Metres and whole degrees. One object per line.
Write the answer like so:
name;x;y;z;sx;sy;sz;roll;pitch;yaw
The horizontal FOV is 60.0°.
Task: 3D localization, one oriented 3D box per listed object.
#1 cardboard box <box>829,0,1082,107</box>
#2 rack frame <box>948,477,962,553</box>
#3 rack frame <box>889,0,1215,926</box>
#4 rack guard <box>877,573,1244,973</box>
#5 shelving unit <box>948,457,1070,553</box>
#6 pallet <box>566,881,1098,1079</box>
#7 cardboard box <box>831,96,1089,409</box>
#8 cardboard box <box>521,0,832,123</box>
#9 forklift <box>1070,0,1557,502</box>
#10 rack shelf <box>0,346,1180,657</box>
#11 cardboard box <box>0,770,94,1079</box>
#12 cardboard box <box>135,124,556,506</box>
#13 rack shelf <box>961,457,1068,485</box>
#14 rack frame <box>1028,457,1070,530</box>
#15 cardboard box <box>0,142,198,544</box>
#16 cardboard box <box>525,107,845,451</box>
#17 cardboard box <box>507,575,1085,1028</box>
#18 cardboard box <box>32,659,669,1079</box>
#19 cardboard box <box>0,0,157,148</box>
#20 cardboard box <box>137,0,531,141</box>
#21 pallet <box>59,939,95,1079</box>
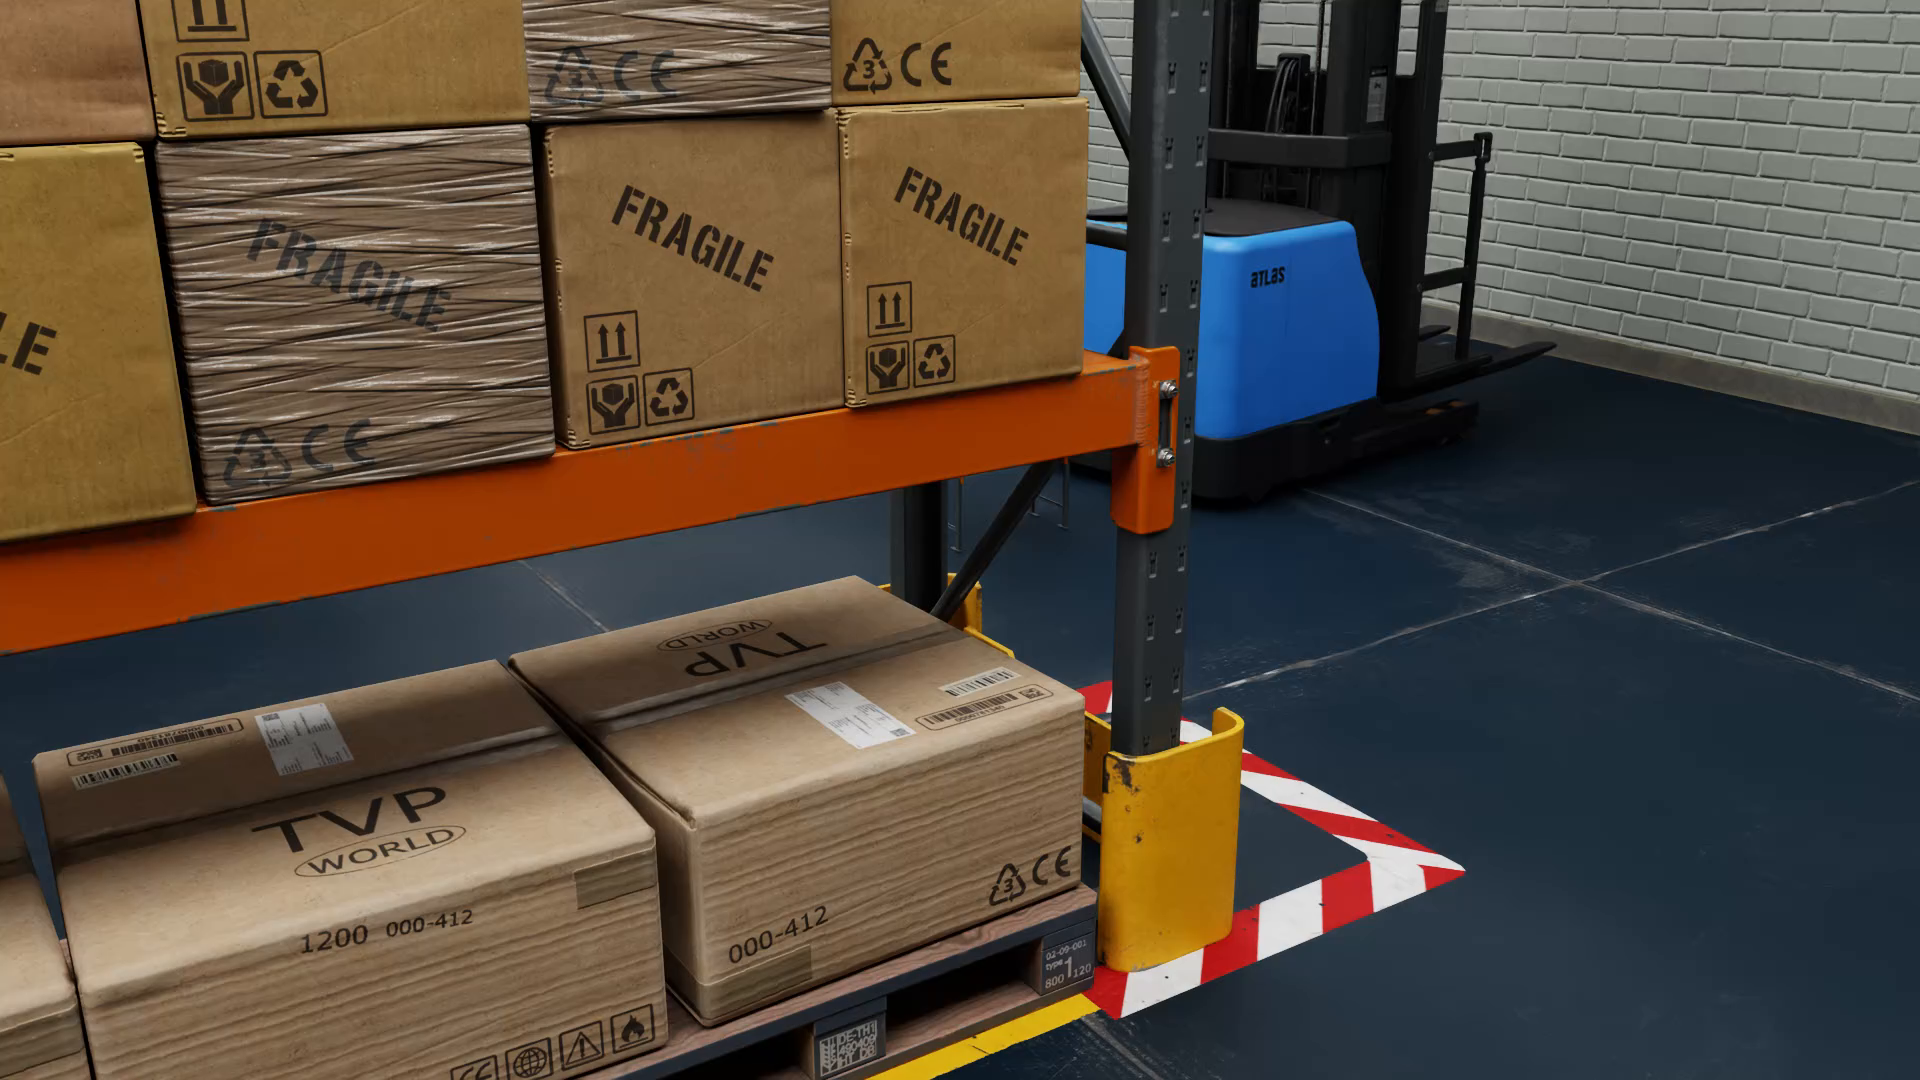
cardboard box;-0.127;-1.049;2.948;0.500;0.500;0.500;-11;22;-30
rack frame;-0.066;-0.555;6.012;0.015;1.200;0.240;-12;22;-31
rack frame;0.144;-0.677;3.563;0.127;3.000;1.000;-12;22;-31
rack guard;0.164;0.503;3.976;0.348;0.500;1.175;-12;22;-31
shelving unit;0.138;-0.598;6.139;0.503;1.200;0.258;-12;22;-31
pallet;-0.480;0.806;3.532;1.213;0.211;1.003;-12;22;-31
cardboard box;-0.113;-0.569;3.087;0.500;0.500;0.500;-12;22;-31
cardboard box;-0.548;-0.949;2.652;0.500;0.500;0.500;-12;22;-31
forklift;1.742;-1.923;7.357;3.031;2.935;1.130;-17;25;-41
rack shelf;-1.526;0.016;2.637;4.000;0.370;1.077;-12;22;-31
cardboard box;-1.866;0.803;2.532;0.875;0.438;0.875;-13;22;-33
cardboard box;-0.965;-0.391;2.561;0.500;0.500;0.500;-11;22;-30
rack shelf;0.138;-0.346;6.224;0.480;0.148;0.258;-12;22;-31
rack frame;0.342;-0.641;6.266;0.015;1.200;0.240;-12;22;-31
cardboard box;-1.389;-0.296;2.282;0.500;0.500;0.500;-11;22;-30
cardboard box;-0.540;-0.484;2.837;0.500;0.500;0.500;-12;22;-33
cardboard box;-0.352;0.481;3.484;0.875;0.438;0.875;-13;23;-33
cardboard box;-1.112;0.644;3.000;0.875;0.438;0.875;-11;22;-30
cardboard box;-1.383;-0.775;2.137;0.500;0.500;0.500;-12;22;-32
cardboard box;-0.962;-0.863;2.397;0.500;0.500;0.500;-12;22;-32
pallet;-1.498;1.019;2.900;1.213;0.211;1.003;-12;22;-31
